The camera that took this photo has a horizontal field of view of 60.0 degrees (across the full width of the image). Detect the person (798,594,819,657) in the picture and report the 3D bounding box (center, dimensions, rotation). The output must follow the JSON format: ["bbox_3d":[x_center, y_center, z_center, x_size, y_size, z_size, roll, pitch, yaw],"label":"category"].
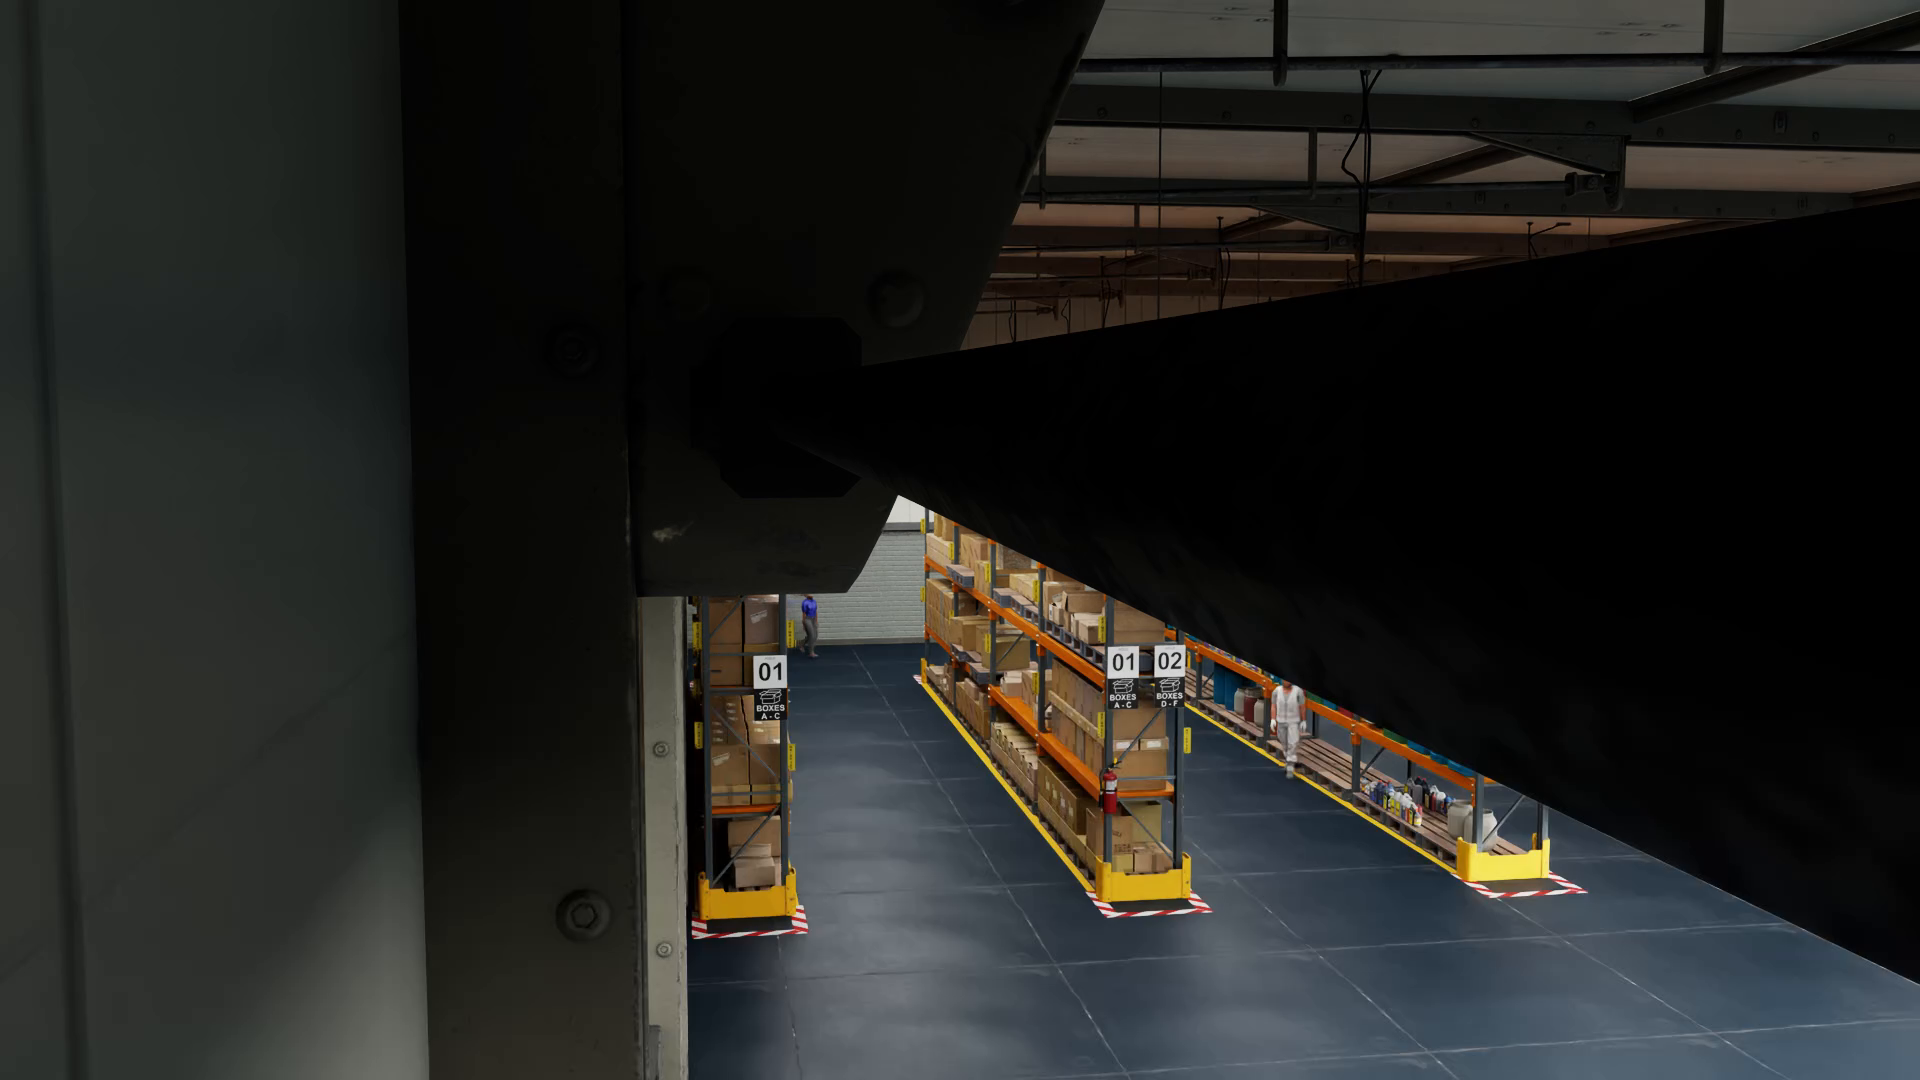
[{"bbox_3d":[-3.659,1.987,39.999,0.682,1.621,0.453,3,6,30],"label":"person"}]

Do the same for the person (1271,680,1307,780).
[{"bbox_3d":[5.396,3.018,27.428,0.561,1.734,0.993,3,6,28],"label":"person"}]
